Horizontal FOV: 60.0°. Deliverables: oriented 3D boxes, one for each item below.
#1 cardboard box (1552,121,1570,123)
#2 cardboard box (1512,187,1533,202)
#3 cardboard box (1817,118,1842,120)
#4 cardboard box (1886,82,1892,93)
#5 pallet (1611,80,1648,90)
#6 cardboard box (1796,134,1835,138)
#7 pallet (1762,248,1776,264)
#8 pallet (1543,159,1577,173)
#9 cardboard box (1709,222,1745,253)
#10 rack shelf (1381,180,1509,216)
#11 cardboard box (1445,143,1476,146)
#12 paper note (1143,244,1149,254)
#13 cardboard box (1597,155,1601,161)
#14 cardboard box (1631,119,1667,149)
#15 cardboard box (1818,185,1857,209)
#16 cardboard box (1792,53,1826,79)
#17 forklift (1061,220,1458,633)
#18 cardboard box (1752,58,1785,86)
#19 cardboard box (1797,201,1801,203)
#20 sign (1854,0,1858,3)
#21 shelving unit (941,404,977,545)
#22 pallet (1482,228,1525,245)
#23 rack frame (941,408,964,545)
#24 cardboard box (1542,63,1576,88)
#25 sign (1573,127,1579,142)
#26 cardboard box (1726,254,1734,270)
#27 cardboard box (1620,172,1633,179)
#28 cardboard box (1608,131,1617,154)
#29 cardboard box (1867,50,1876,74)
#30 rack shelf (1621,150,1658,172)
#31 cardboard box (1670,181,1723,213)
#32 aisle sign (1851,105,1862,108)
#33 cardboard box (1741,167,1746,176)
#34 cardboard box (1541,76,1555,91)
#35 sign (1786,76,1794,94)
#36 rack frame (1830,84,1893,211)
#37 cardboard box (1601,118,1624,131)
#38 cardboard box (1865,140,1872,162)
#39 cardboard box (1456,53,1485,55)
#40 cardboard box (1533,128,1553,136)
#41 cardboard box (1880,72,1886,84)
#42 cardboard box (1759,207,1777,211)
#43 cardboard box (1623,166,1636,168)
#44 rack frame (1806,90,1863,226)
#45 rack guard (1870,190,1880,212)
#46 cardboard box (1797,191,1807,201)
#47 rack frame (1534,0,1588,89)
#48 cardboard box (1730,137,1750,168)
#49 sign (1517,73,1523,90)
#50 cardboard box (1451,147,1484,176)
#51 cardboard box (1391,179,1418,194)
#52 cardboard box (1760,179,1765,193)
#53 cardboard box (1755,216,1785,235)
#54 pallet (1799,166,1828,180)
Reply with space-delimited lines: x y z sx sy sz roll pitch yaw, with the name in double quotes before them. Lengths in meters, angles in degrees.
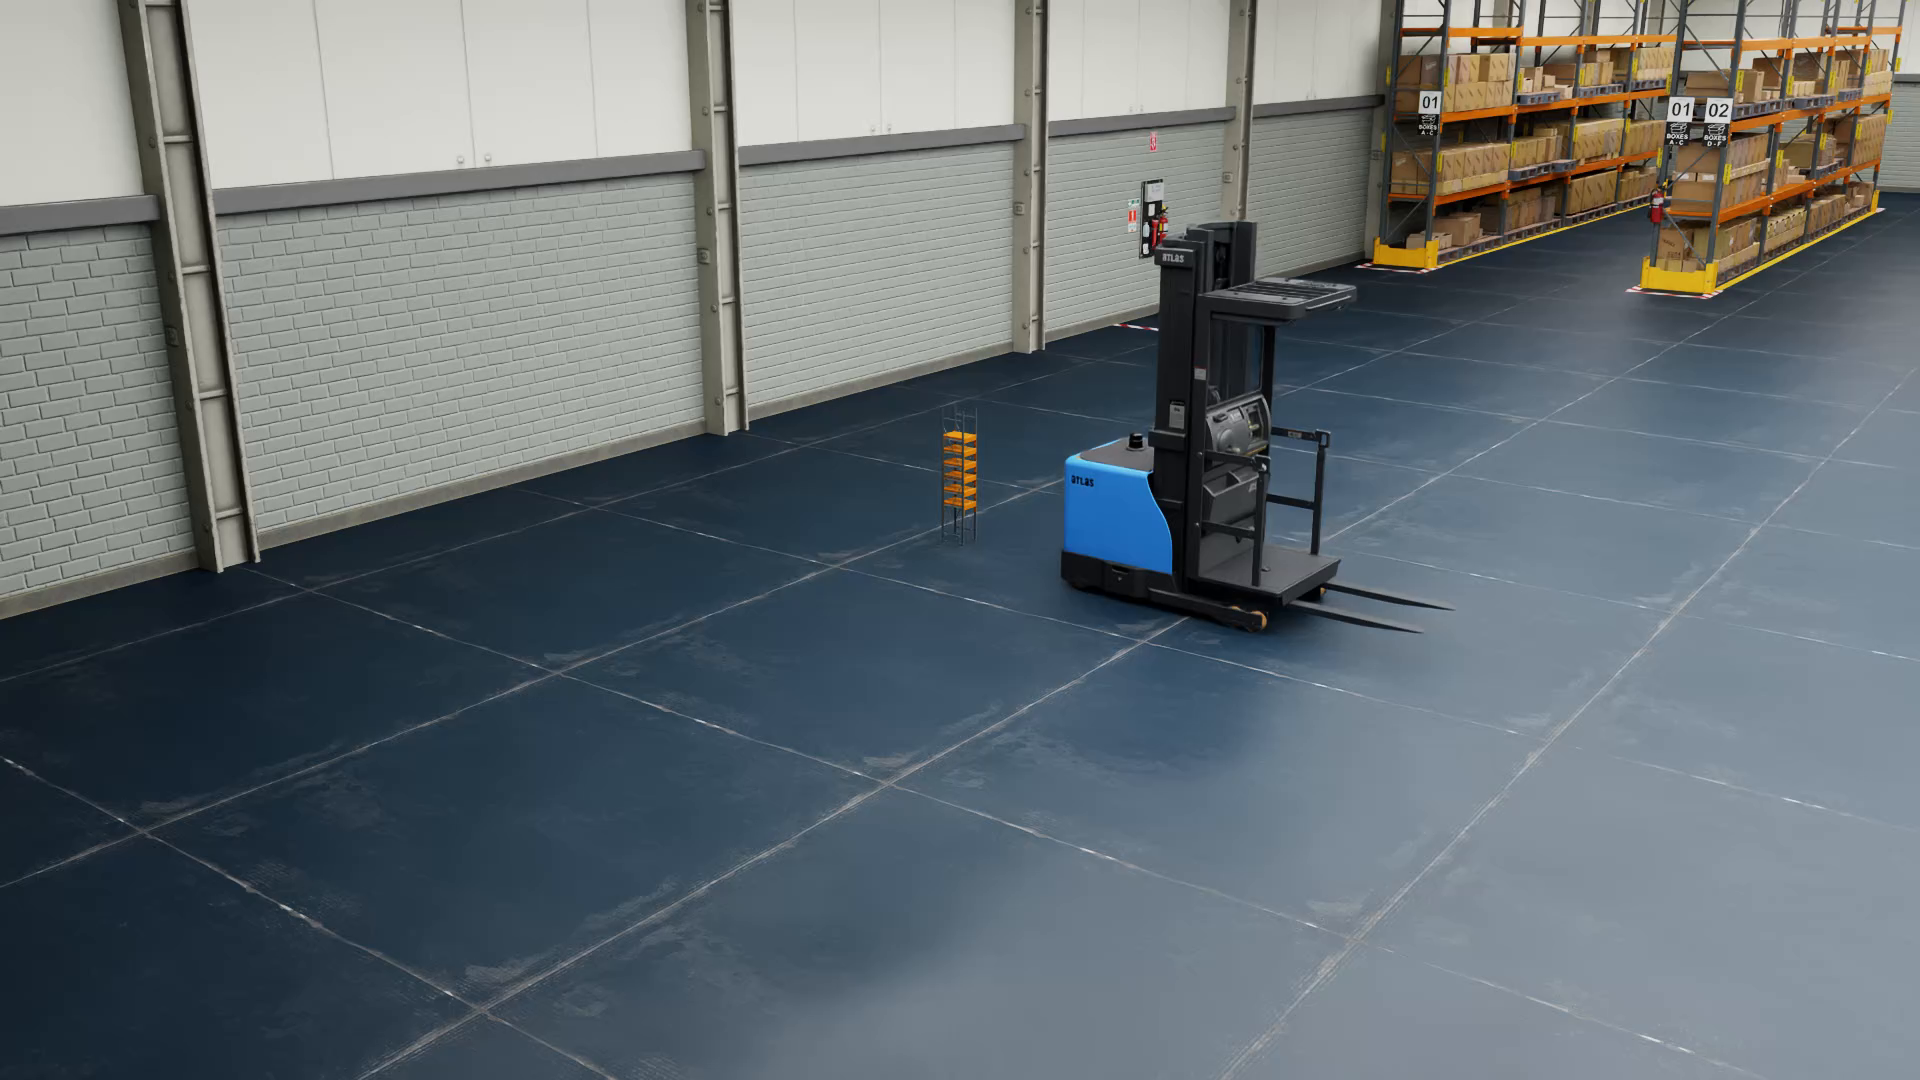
"cardboard box" 13.831 -9.490 38.278 0.500 0.250 0.500 12 21 33
"cardboard box" 12.070 -7.480 35.983 0.500 0.250 0.500 12 21 34
"cardboard box" 19.910 -9.427 38.188 0.500 0.500 0.500 12 21 34
"cardboard box" 21.802 -10.758 39.522 0.500 0.250 0.500 12 21 35
"pallet" 16.029 -11.070 40.427 1.003 0.211 1.213 12 21 35
"cardboard box" 19.051 -8.788 37.108 0.700 0.500 0.500 5 18 16
"pallet" 15.154 -5.558 32.286 1.003 0.211 1.213 12 21 35
"pallet" 12.810 -8.254 36.590 1.213 0.211 1.003 12 21 35
"cardboard box" 13.757 -5.446 29.885 0.500 0.500 0.500 12 21 35
"rack shelf" 9.574 -6.762 32.674 1.077 0.370 4.000 12 21 35
"cardboard box" 10.007 -7.680 33.373 0.500 0.500 0.500 12 21 34
"paper note" 2.866 -4.487 25.621 0.016 0.148 0.142 12 21 35
"cardboard box" 14.766 -8.952 38.901 0.380 0.149 0.250 12 21 33
"cardboard box" 17.620 -10.460 42.863 0.980 0.700 0.700 14 22 37
"cardboard box" 20.629 -8.079 39.170 0.797 0.503 0.637 12 21 35
"cardboard box" 17.395 -9.721 34.076 0.500 0.500 0.500 12 21 35
"forklift" 2.301 -0.877 12.627 3.031 2.935 1.130 13 21 35
"cardboard box" 15.146 -8.767 31.140 0.500 0.500 0.500 13 21 35
"cardboard box" 17.807 -7.064 35.906 0.500 0.500 0.500 12 21 33
"sign" 21.461 -13.010 39.758 0.100 0.325 0.005 12 21 35
"shelving unit" -0.009 -0.570 14.555 0.258 1.200 0.189 12 21 35
"pallet" 11.229 -6.436 35.113 1.003 0.211 1.213 12 21 35
"rack frame" -0.063 -0.548 14.485 0.240 1.200 0.006 12 21 35
"cardboard box" 13.387 -10.348 37.042 0.700 0.500 0.500 11 20 30
"sign" 13.591 -8.956 36.708 0.100 0.325 0.005 12 21 35
"cardboard box" 13.455 -4.969 29.616 0.500 0.250 0.500 12 21 35
"cardboard box" 16.411 -9.013 41.123 0.380 0.149 0.250 13 22 37
"cardboard box" 15.164 -9.409 39.281 0.500 0.500 0.500 13 21 35
"cardboard box" 20.184 -10.787 37.511 0.700 0.500 0.500 12 21 35
"rack shelf" 16.724 -9.620 41.878 1.077 0.370 4.000 12 21 35
"cardboard box" 12.652 -5.911 28.553 0.700 0.500 0.500 12 21 35
"aisle sign" 21.701 -10.875 40.323 0.394 0.787 0.004 12 21 35
"cardboard box" 13.687 -6.534 29.463 0.380 0.149 0.250 13 21 35
"cardboard box" 12.302 -9.734 35.764 0.797 0.503 0.637 16 24 42
"sign" 15.193 -8.327 30.437 0.100 0.325 0.005 12 21 35
"rack frame" 21.897 -9.566 40.489 1.000 3.000 0.127 12 21 35
"cardboard box" 15.460 -9.888 39.560 0.500 0.250 0.500 13 22 36
"cardboard box" 20.940 -9.097 38.810 0.500 0.500 0.500 12 21 34
"cardboard box" 10.245 -9.483 33.277 0.500 0.500 0.500 13 21 36
"cardboard box" 12.788 -8.936 36.456 0.380 0.149 0.250 9 19 26
"cardboard box" 21.197 -10.760 38.688 0.500 0.250 0.500 12 21 35
"cardboard box" 16.582 -6.743 34.381 0.500 0.311 0.500 13 22 37
"cardboard box" 17.192 -9.517 42.744 0.380 0.149 0.250 12 21 35
"rack frame" 19.513 -8.613 37.421 1.000 3.000 0.127 12 21 35
"rack guard" 21.851 -8.354 40.801 1.175 0.500 0.348 12 21 35
"cardboard box" 18.135 -7.557 36.231 0.500 0.250 0.500 12 21 34
"rack frame" 13.149 -11.400 36.279 1.000 3.000 0.127 12 21 35
"cardboard box" 13.590 -6.909 29.579 0.700 0.500 0.500 12 21 35
"sign" 11.206 -9.167 33.277 0.100 0.325 0.005 12 21 35
"cardboard box" 9.822 -7.349 32.305 0.500 0.500 0.500 13 22 36
"cardboard box" 8.505 -6.713 31.521 0.500 0.250 0.500 13 21 35
"cardboard box" 15.005 -6.761 31.710 0.500 0.250 0.500 14 22 38
"cardboard box" 15.803 -6.159 32.501 0.500 0.311 0.500 12 21 33
"pallet" 17.477 -7.742 34.941 1.213 0.211 1.003 12 21 35
